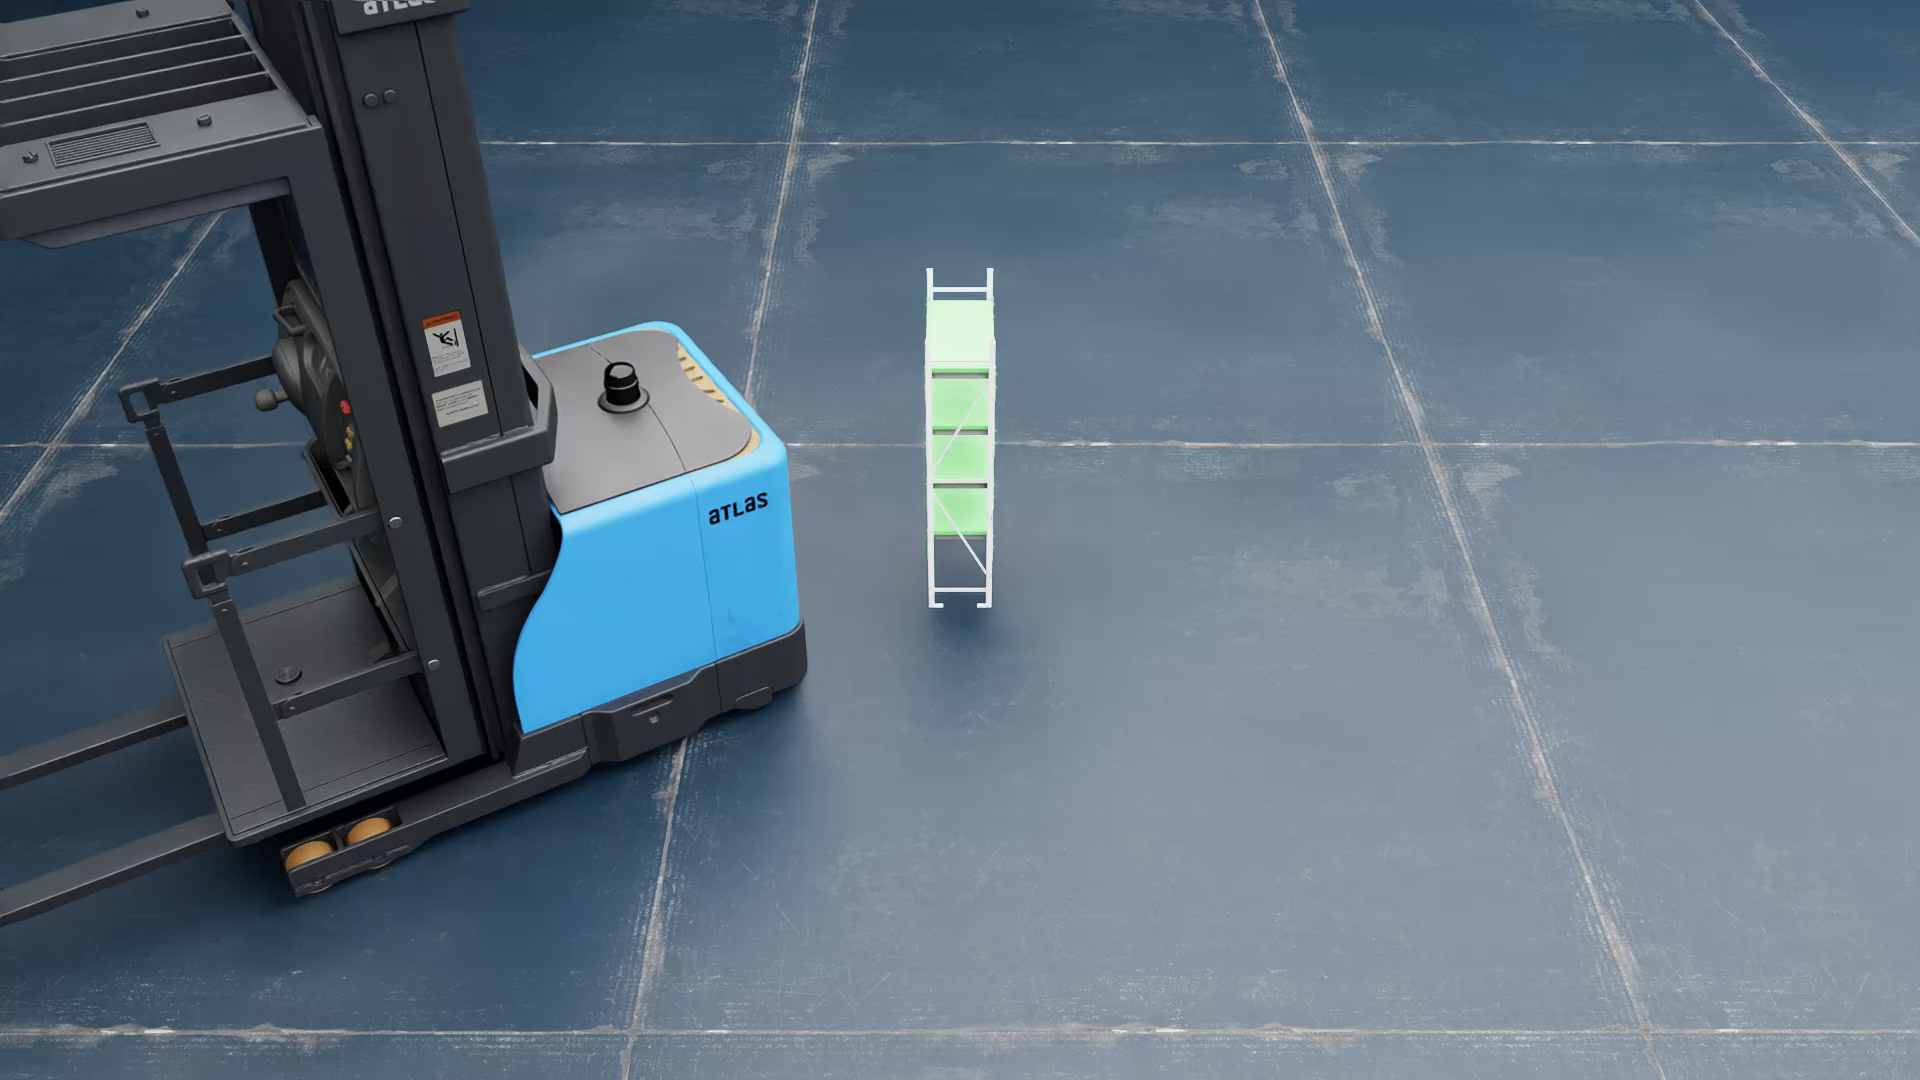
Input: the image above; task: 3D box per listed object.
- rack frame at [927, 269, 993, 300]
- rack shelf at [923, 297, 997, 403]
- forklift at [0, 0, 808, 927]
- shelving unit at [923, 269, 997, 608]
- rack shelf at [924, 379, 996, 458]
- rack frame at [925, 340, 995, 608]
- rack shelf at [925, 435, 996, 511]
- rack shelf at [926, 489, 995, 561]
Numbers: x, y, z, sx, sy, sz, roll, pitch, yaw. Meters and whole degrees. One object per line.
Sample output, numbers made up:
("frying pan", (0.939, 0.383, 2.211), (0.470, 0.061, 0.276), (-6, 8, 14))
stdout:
("rack frame", (0.000, -0.517, 6.436), (0.240, 1.200, 0.015), (0, 39, 0))
("rack shelf", (0.000, -0.689, 5.985), (0.258, 0.148, 0.480), (0, 39, 0))
("forklift", (-2.083, -0.392, 4.895), (3.031, 2.935, 1.130), (-21, 43, -24))
("shelving unit", (0.000, -0.365, 6.246), (0.258, 1.200, 0.503), (0, 39, 0))
("rack shelf", (0.000, -0.502, 6.135), (0.258, 0.148, 0.480), (0, 39, 0))
("rack frame", (0.000, -0.212, 6.055), (0.240, 1.200, 0.015), (0, 39, 0))
("rack shelf", (0.000, -0.315, 6.286), (0.258, 0.148, 0.480), (0, 39, 0))
("rack shelf", (0.000, -0.128, 6.436), (0.258, 0.148, 0.480), (0, 39, 0))
